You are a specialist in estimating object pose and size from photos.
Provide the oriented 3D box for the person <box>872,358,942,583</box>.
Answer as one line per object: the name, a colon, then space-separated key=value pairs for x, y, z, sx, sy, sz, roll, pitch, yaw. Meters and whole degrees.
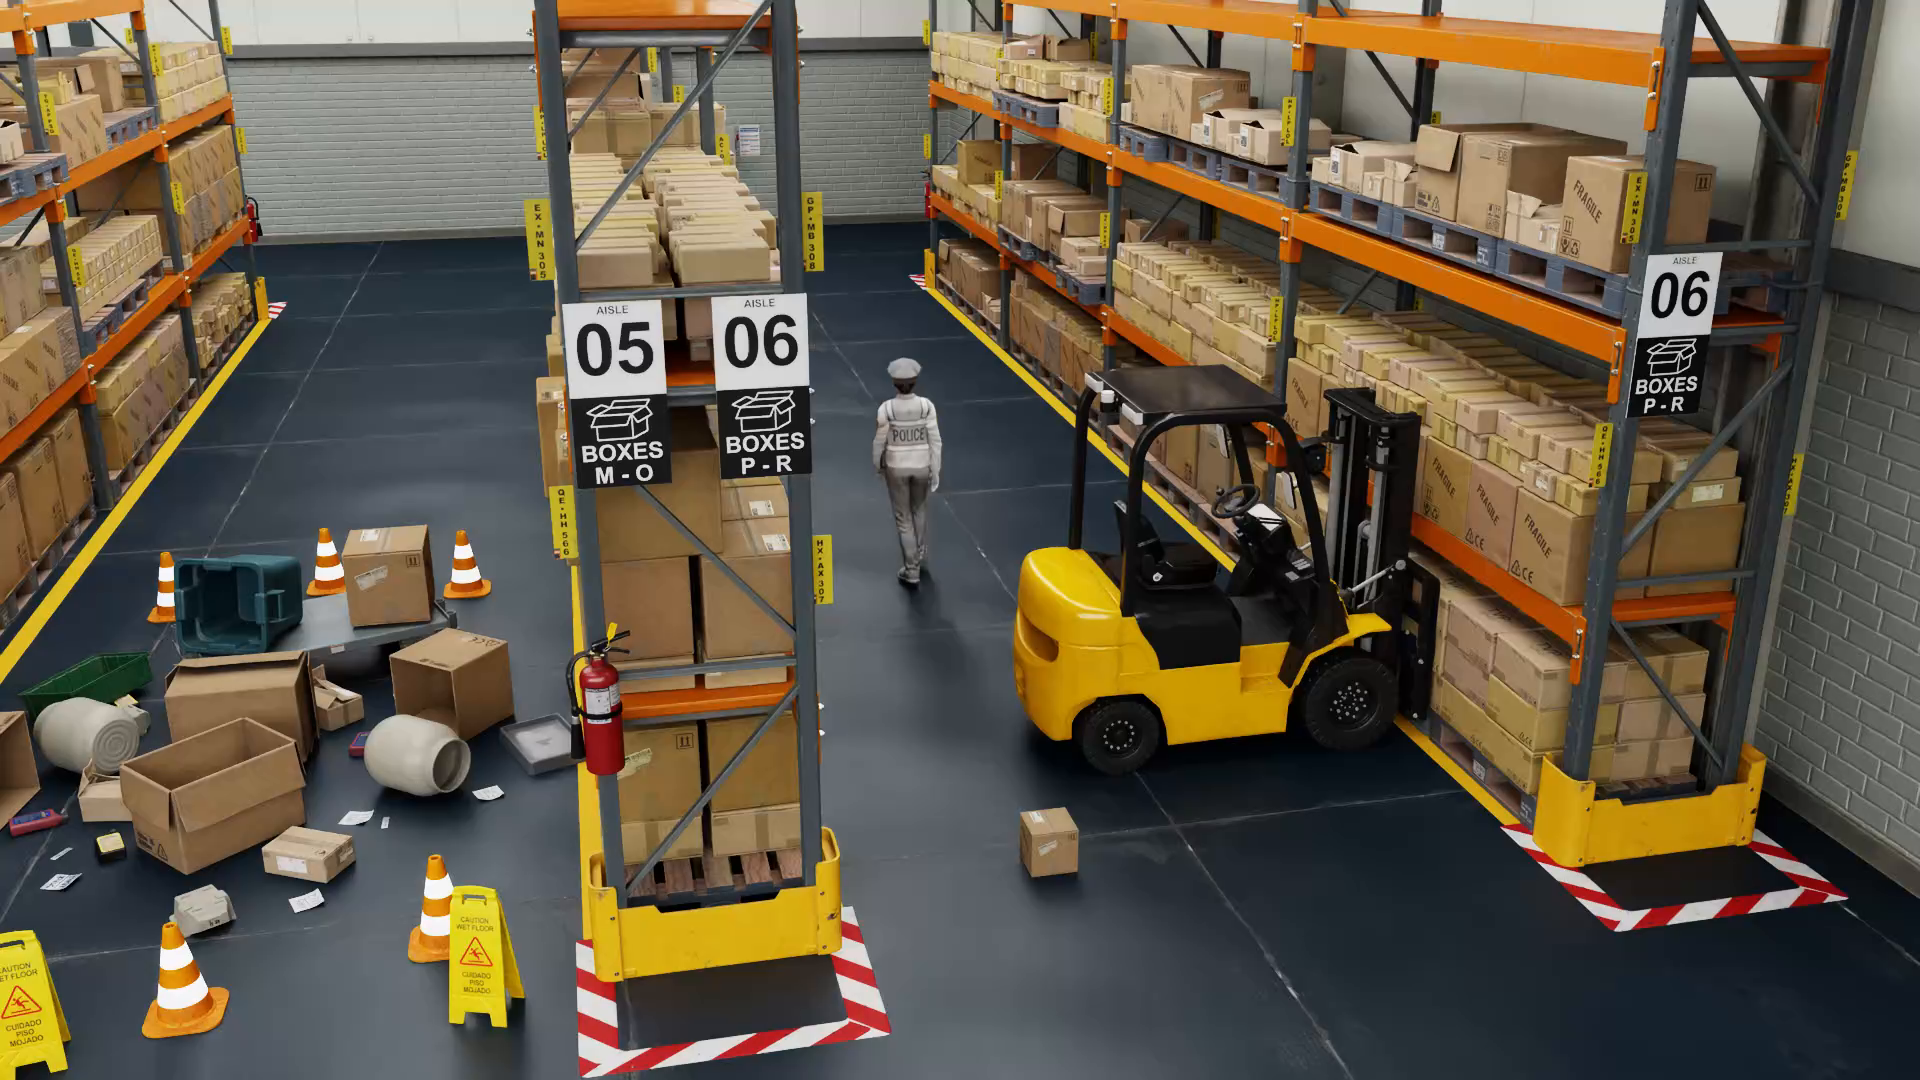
person: x=-0.410 y=-0.512 z=12.497 sx=0.497 sy=1.737 sz=0.660 roll=-6 pitch=21 yaw=-15
